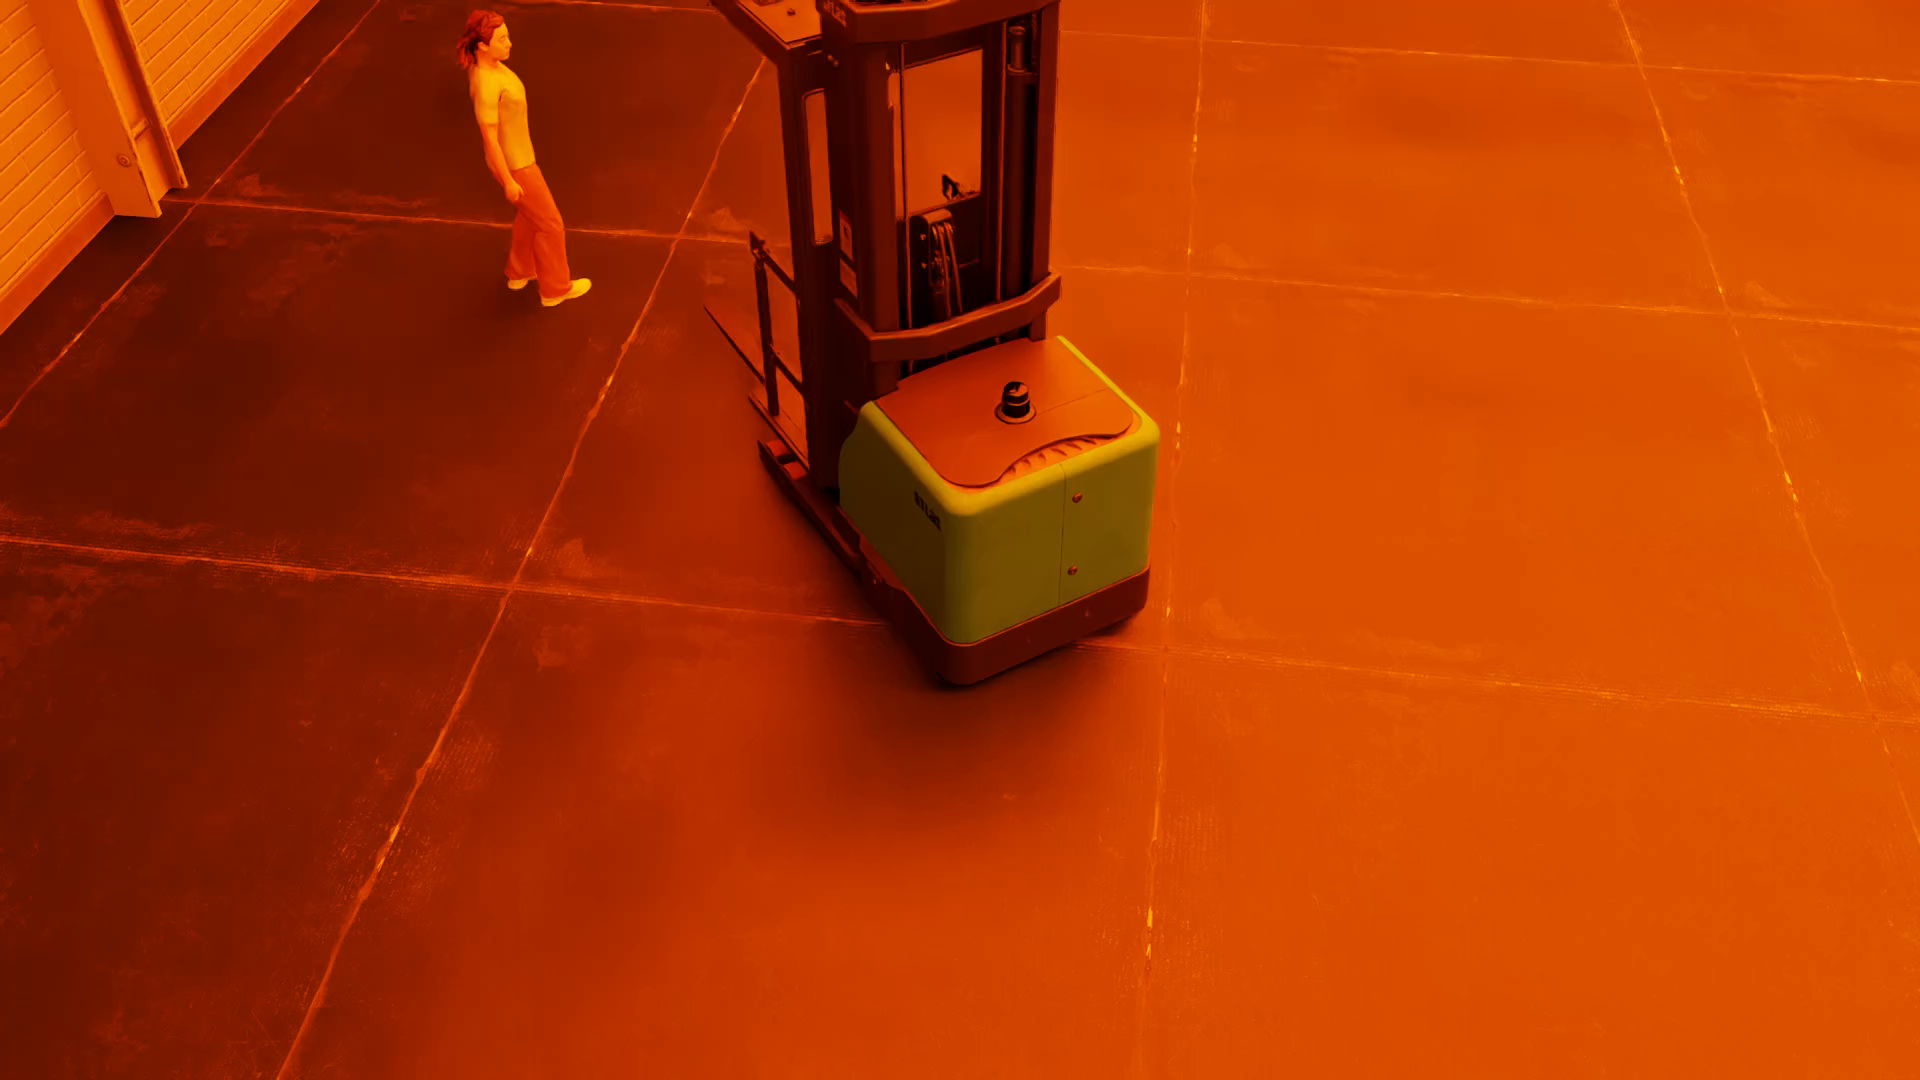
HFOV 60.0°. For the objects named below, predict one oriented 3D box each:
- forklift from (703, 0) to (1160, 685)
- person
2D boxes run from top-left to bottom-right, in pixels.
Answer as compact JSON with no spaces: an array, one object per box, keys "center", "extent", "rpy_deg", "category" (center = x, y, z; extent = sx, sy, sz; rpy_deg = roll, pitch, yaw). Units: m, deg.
[{"center":[-0.337,-1.443,7.295],"extent":[1.130,2.935,3.031],"rpy_deg":[-22,47,-22],"category":"forklift"},{"center":[-2.338,-2.039,8.892],"extent":[0.477,1.659,0.615],"rpy_deg":[-11,44,-12],"category":"person"}]
